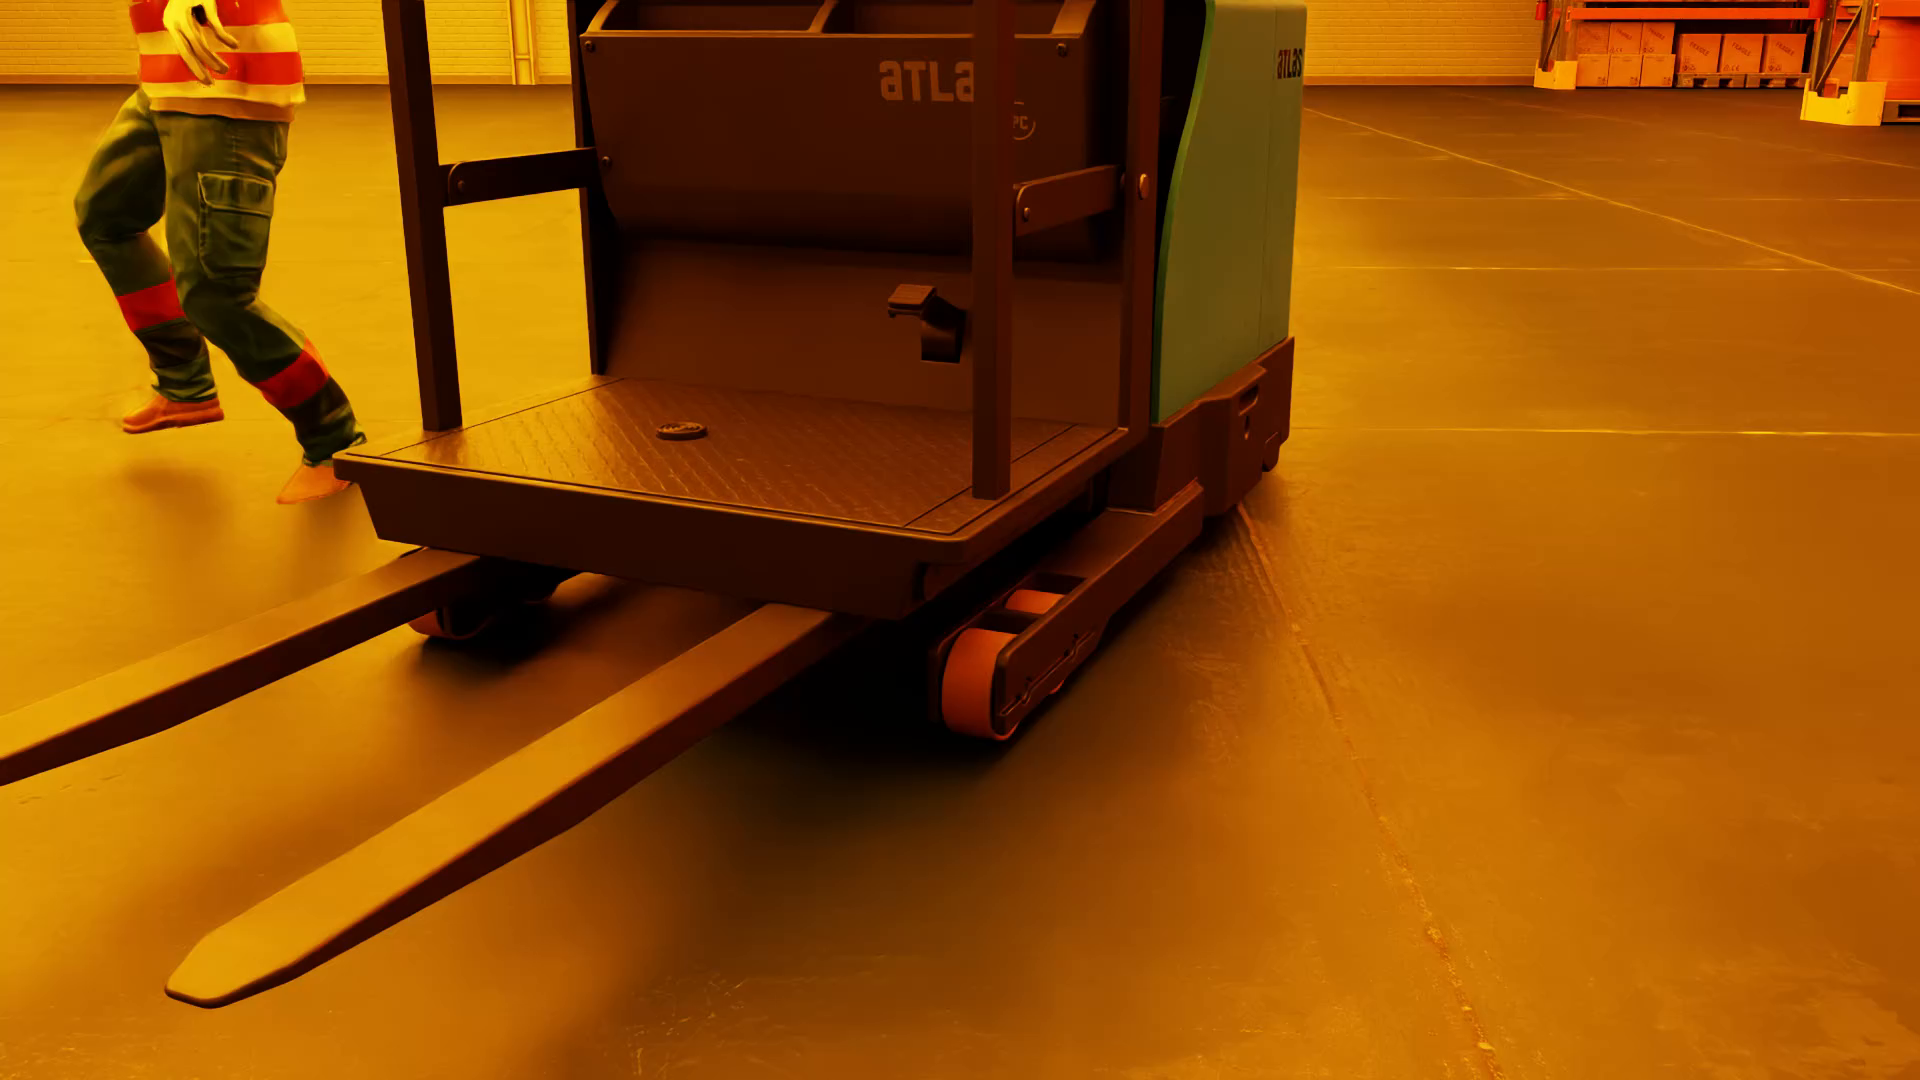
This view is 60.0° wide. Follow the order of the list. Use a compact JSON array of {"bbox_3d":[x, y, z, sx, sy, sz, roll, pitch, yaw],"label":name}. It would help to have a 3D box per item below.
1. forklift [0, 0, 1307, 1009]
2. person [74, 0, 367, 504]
[{"bbox_3d":[-0.296,-1.251,2.457,1.130,2.935,3.031,8,19,23],"label":"forklift"},{"bbox_3d":[-1.589,-0.887,3.460,0.560,1.704,1.145,-9,20,-27],"label":"person"}]
